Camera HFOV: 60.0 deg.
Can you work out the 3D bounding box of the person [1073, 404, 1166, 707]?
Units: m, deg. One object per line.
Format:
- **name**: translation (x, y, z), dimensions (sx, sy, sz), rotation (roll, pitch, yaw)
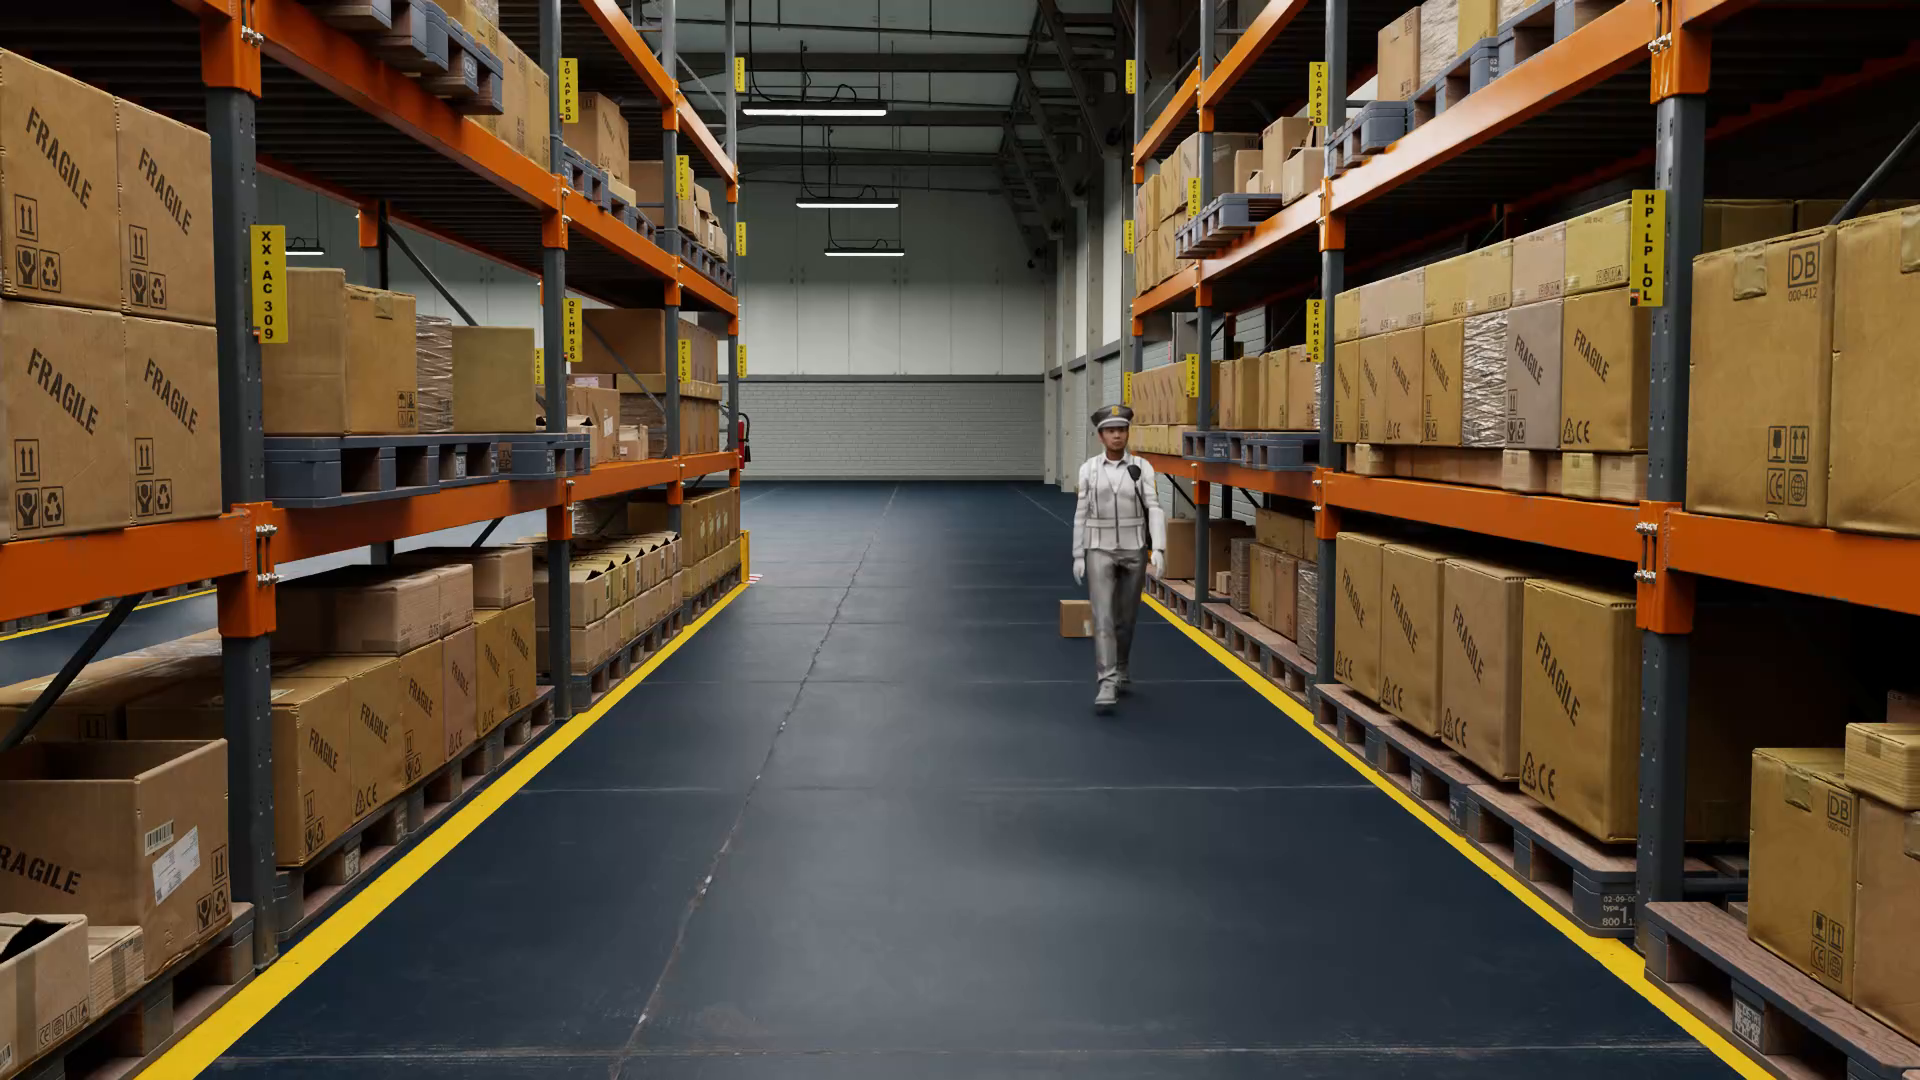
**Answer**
- **person**: translation (0.892, 0.062, 9.272), dimensions (0.508, 1.634, 0.999), rotation (0, 4, 1)
